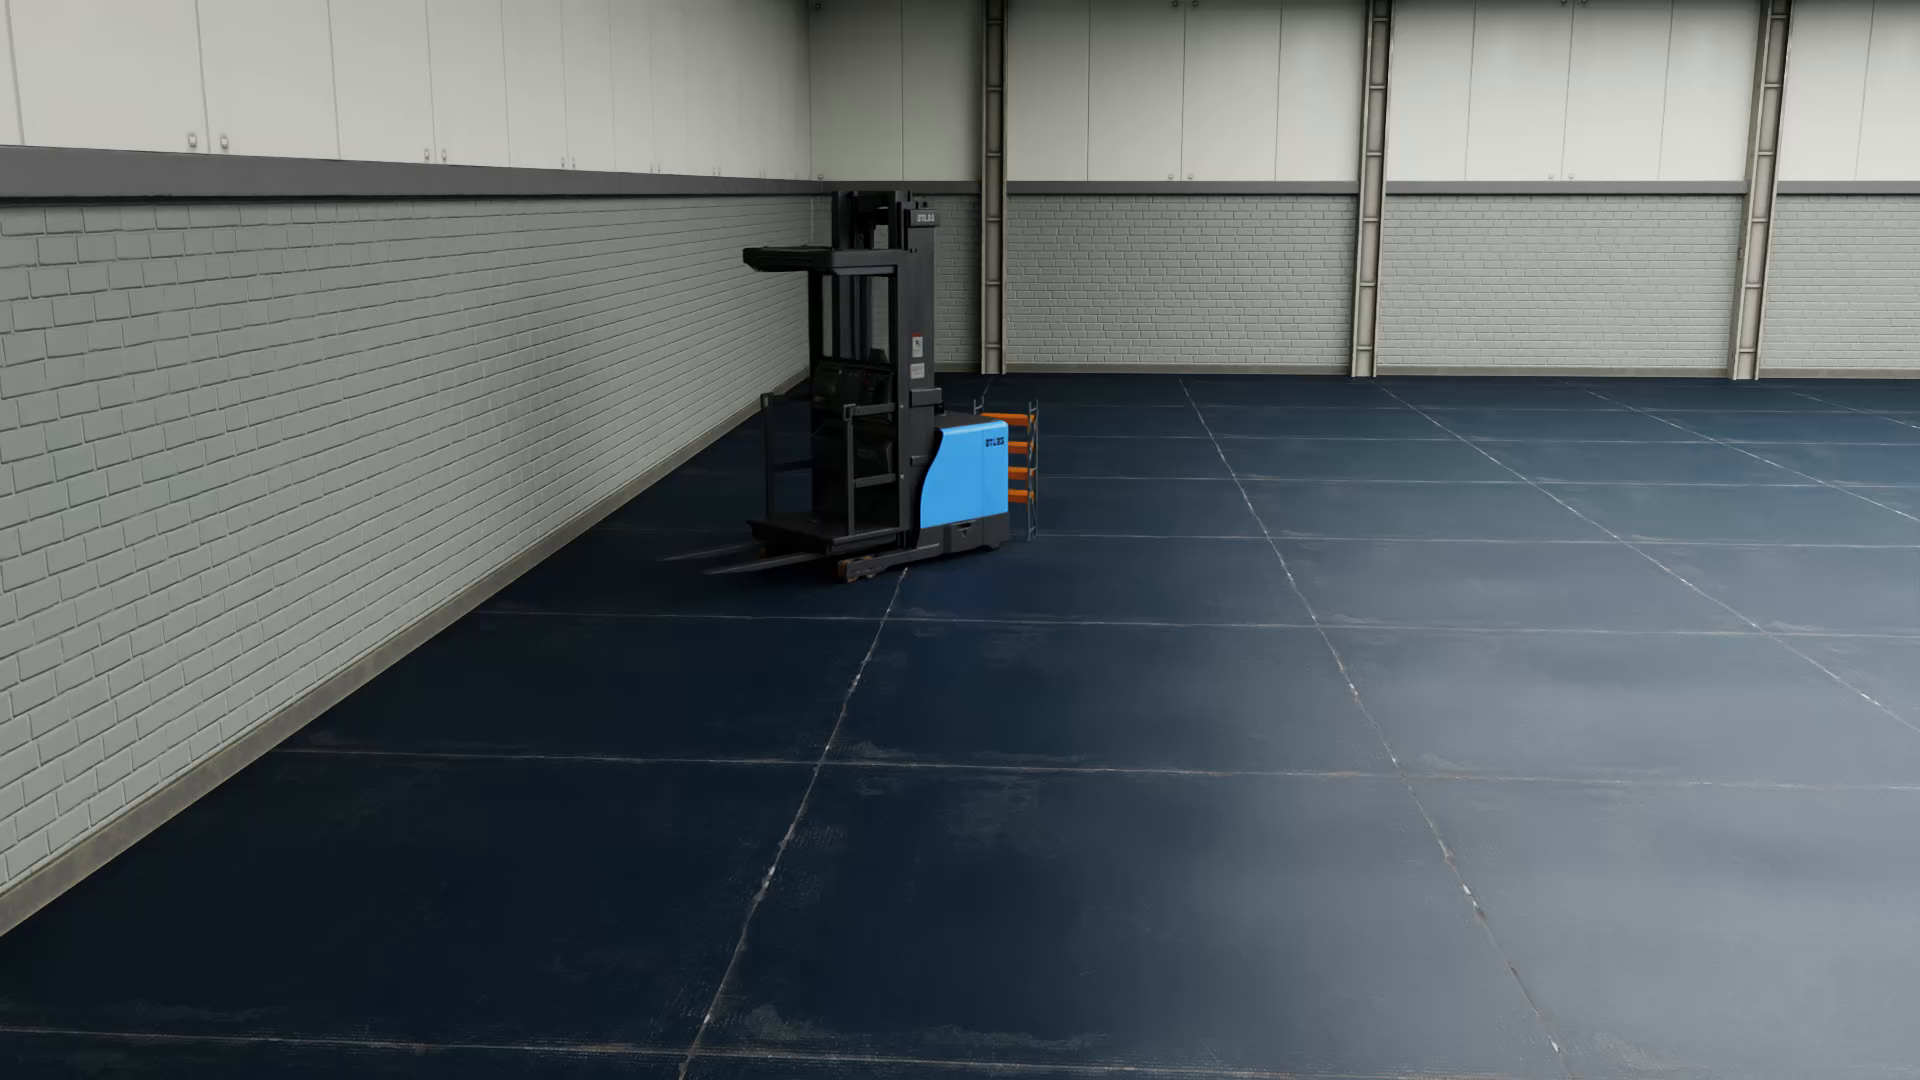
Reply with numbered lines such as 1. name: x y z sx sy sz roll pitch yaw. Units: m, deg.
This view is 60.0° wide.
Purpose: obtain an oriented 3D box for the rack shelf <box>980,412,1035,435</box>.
1. rack shelf: 0.386 -0.997 14.186 0.480 0.148 0.258 4 12 18

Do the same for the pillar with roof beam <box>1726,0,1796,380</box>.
1. pillar with roof beam: 12.239 -6.113 21.516 0.400 9.000 9.100 1 12 4

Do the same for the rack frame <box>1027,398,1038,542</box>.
1. rack frame: 0.618 -0.597 14.192 0.015 1.200 0.240 4 12 18

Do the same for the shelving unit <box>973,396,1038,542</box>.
1. shelving unit: 0.386 -0.613 14.267 0.503 1.200 0.258 4 12 18

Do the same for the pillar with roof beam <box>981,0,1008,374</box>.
1. pillar with roof beam: 0.266 -6.278 22.301 0.400 9.000 9.100 1 12 4

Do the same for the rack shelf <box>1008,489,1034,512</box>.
1. rack shelf: 0.386 -0.353 14.321 0.480 0.148 0.258 4 12 18

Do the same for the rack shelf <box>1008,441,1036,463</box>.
1. rack shelf: 0.386 -0.766 14.235 0.480 0.148 0.258 4 12 18

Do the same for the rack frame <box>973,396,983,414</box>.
1. rack frame: 0.154 -0.628 14.342 0.015 1.200 0.240 4 12 18

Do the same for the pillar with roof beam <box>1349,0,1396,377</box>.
1. pillar with roof beam: 6.252 -6.196 21.908 0.400 9.000 9.100 1 12 4

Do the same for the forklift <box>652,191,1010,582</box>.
1. forklift: -0.994 -1.234 13.007 3.031 2.935 1.130 -11 16 -43

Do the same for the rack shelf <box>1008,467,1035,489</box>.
1. rack shelf: 0.386 -0.547 14.281 0.480 0.148 0.258 4 12 18
